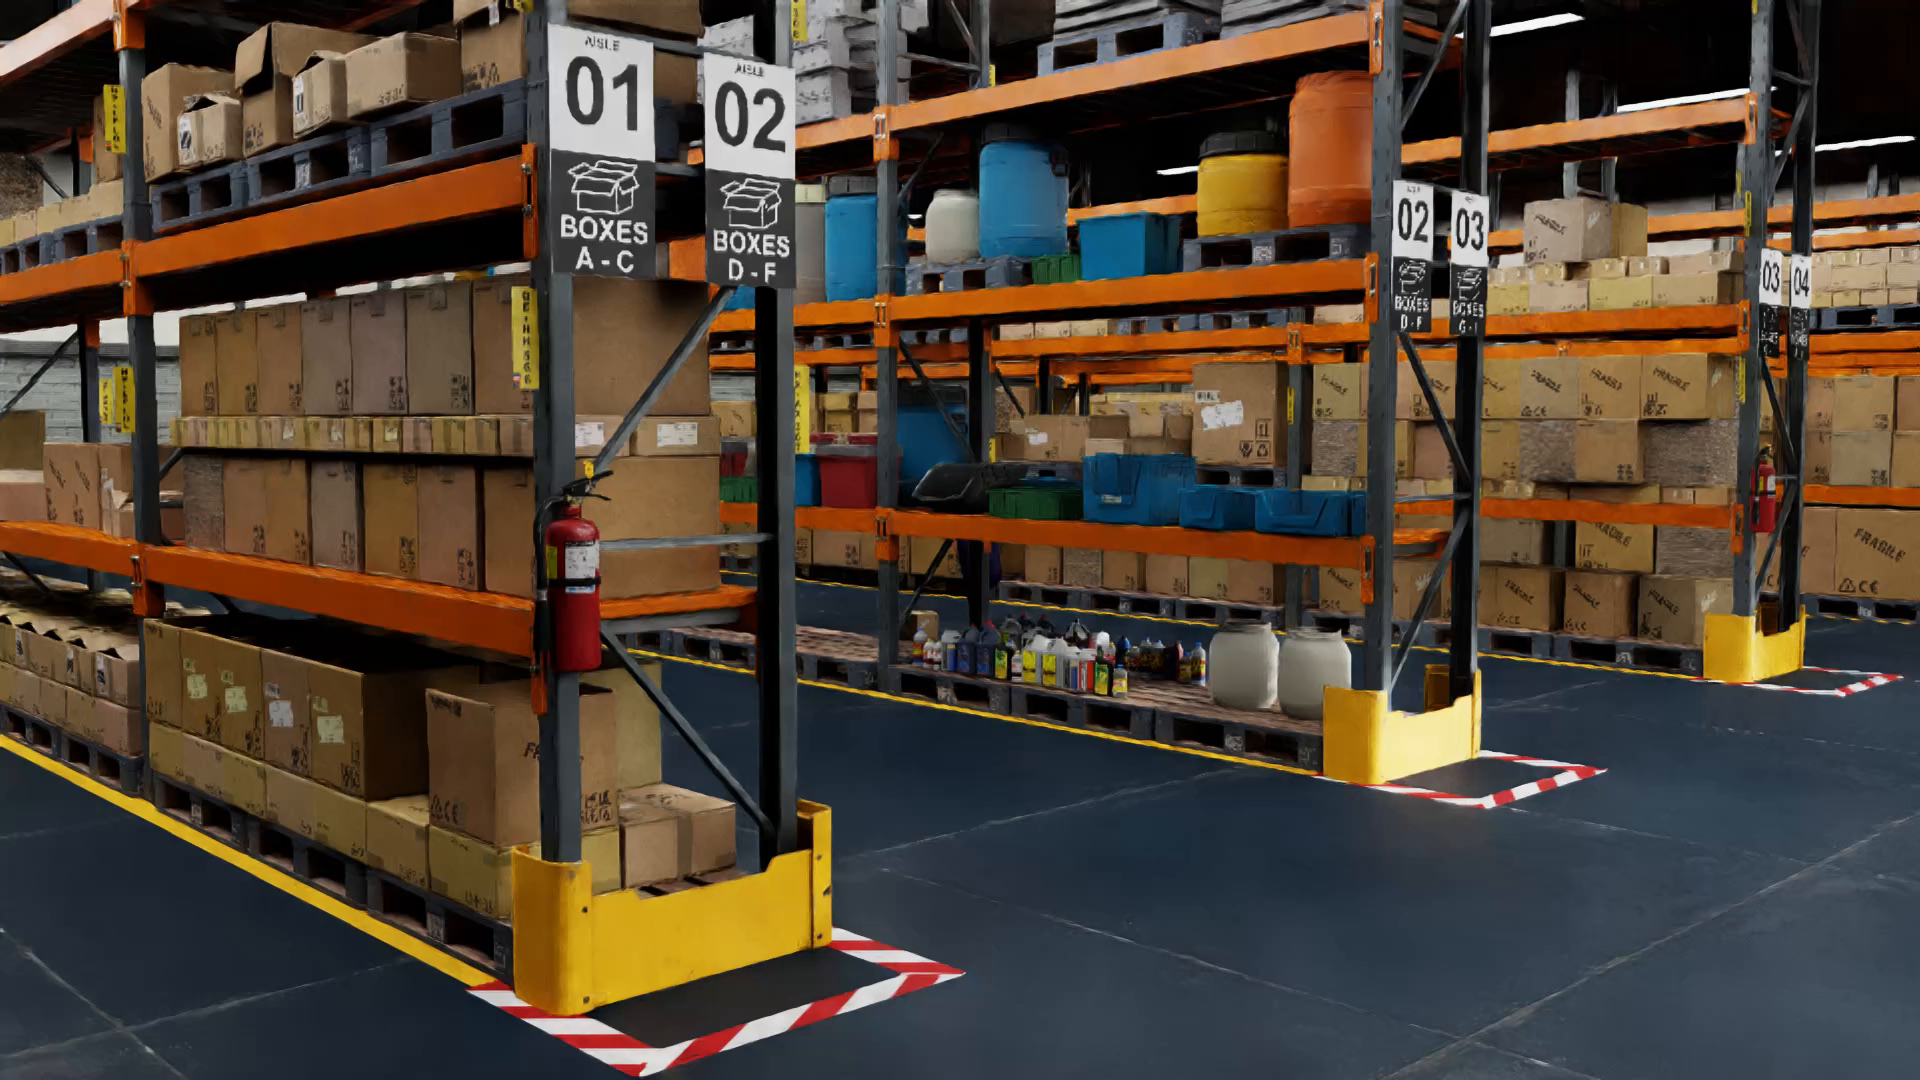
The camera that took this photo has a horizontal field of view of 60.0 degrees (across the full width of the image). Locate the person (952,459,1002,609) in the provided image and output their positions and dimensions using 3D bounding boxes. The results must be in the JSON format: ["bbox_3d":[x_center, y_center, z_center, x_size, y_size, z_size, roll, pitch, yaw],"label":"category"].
[{"bbox_3d":[0.122,-0.031,15.939,0.511,1.629,0.621,-1,4,-16],"label":"person"}]
